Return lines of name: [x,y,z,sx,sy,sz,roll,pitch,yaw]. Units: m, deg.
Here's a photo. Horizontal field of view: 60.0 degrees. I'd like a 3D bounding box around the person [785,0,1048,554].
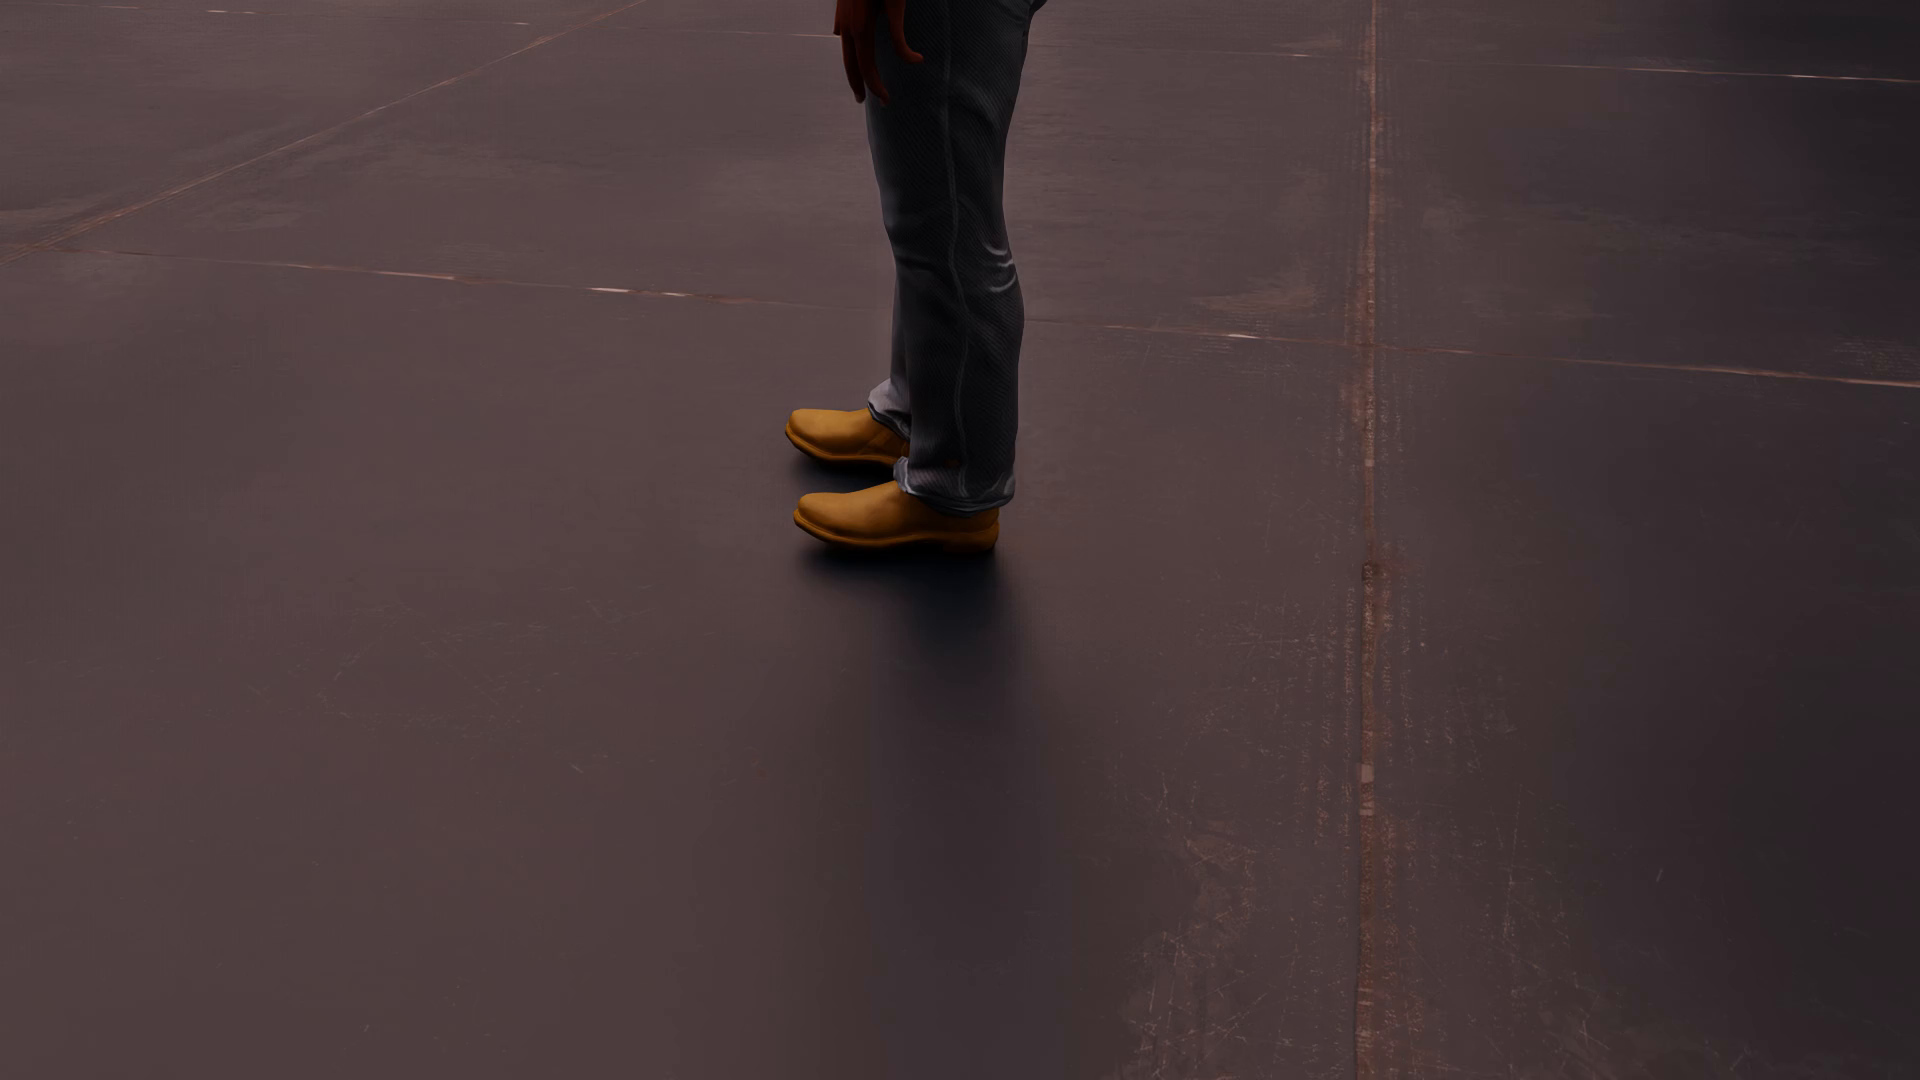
person: [-0.066,-0.802,2.119,0.577,1.759,0.665,6,27,11]
